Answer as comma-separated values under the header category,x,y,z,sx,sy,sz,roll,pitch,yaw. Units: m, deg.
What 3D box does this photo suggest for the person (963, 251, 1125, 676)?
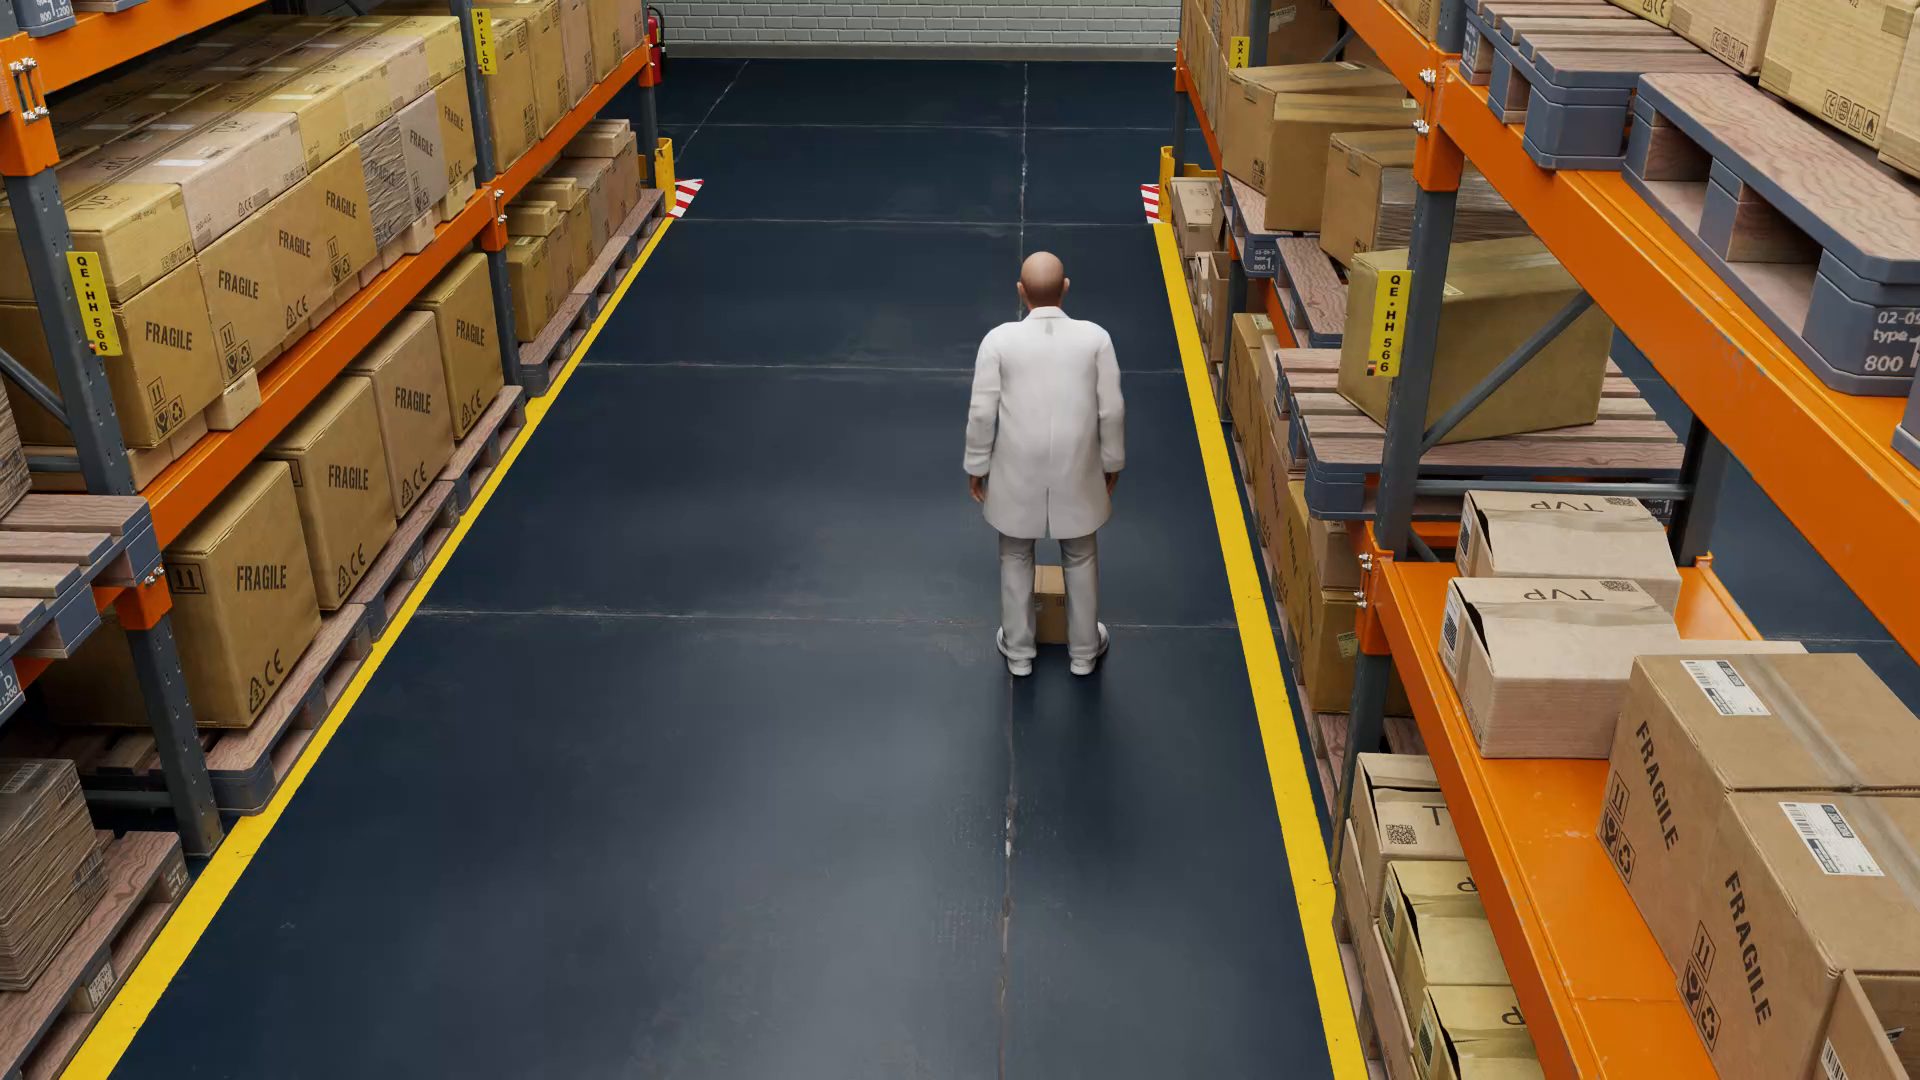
category,x,y,z,sx,sy,sz,roll,pitch,yaw
person,0.338,-0.283,6.678,0.652,1.773,0.425,-1,28,-1
